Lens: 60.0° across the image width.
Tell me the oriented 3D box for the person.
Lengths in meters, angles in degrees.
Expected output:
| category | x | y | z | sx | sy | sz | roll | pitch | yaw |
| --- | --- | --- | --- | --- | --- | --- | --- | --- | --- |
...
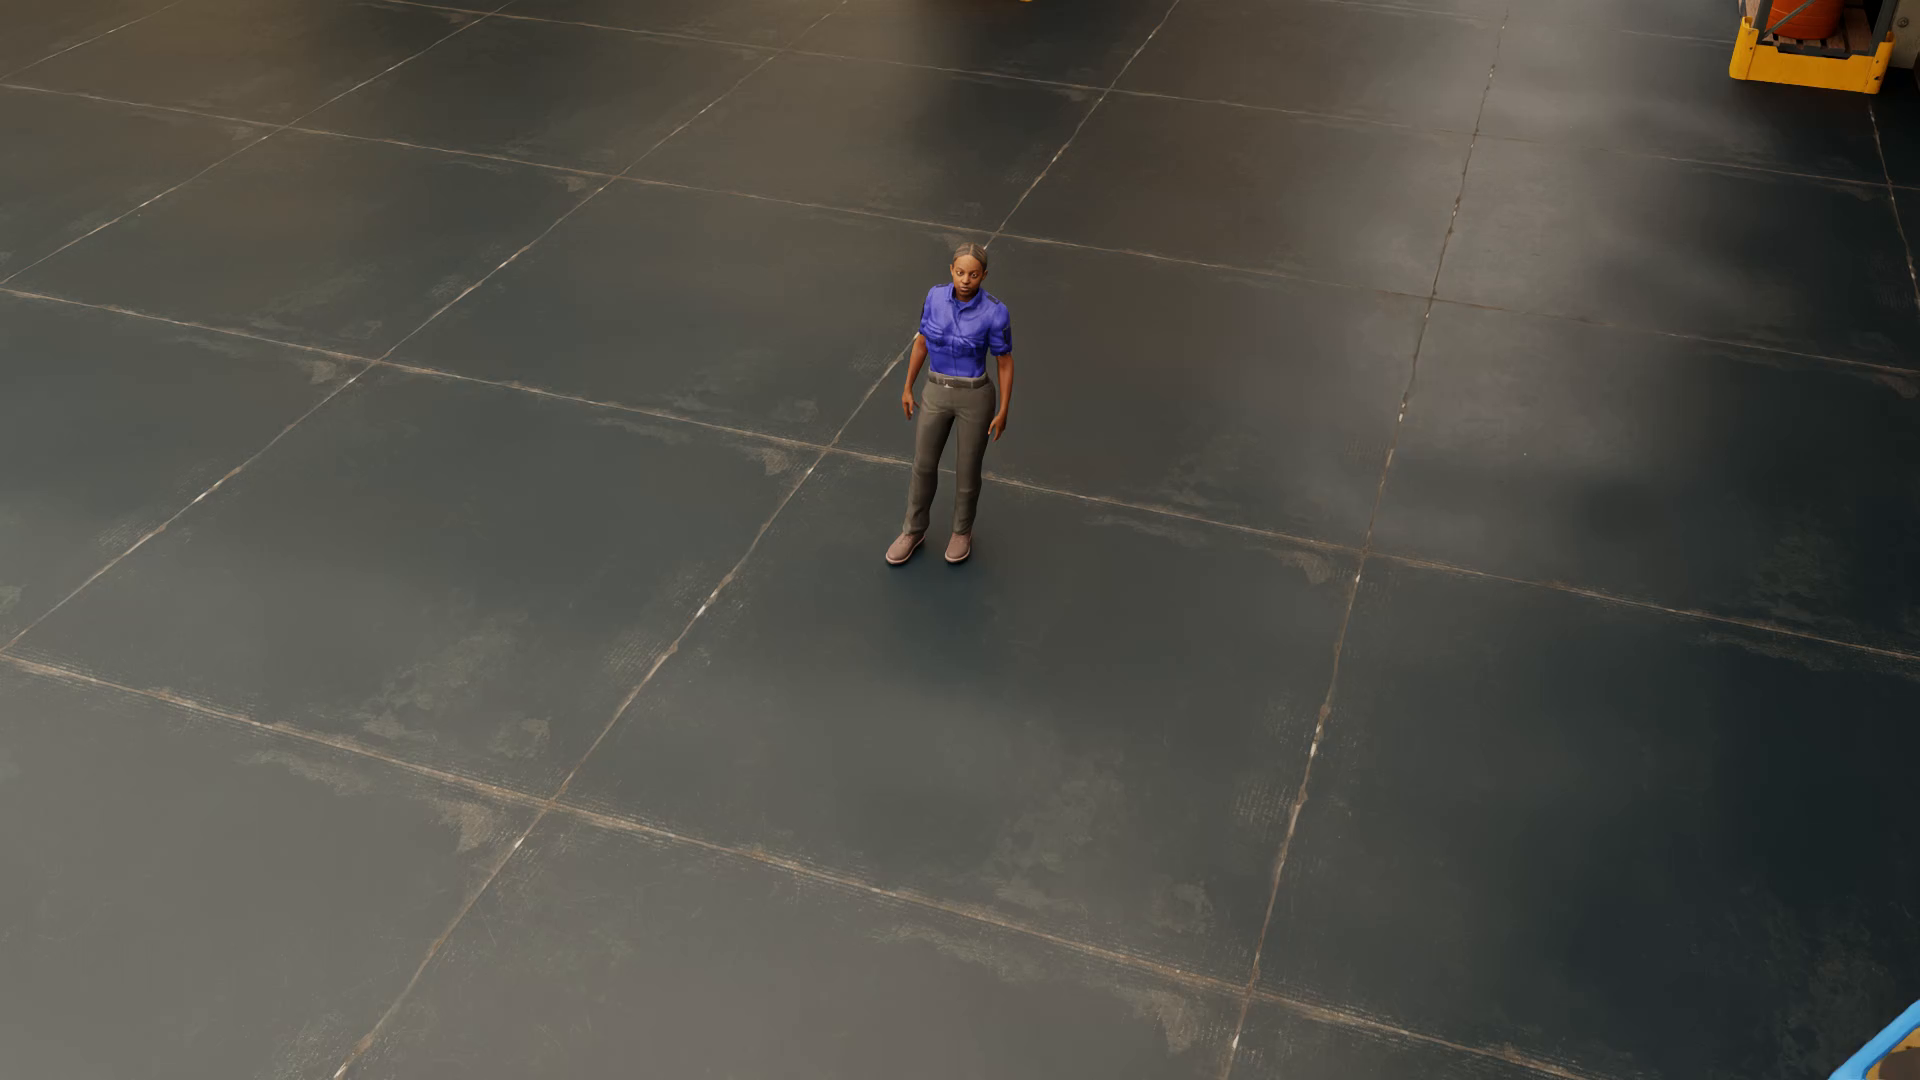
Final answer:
| category | x | y | z | sx | sy | sz | roll | pitch | yaw |
| --- | --- | --- | --- | --- | --- | --- | --- | --- | --- |
| person | -0.048 | -0.637 | 8.101 | 0.569 | 1.654 | 0.504 | 12 | 37 | 16 |
